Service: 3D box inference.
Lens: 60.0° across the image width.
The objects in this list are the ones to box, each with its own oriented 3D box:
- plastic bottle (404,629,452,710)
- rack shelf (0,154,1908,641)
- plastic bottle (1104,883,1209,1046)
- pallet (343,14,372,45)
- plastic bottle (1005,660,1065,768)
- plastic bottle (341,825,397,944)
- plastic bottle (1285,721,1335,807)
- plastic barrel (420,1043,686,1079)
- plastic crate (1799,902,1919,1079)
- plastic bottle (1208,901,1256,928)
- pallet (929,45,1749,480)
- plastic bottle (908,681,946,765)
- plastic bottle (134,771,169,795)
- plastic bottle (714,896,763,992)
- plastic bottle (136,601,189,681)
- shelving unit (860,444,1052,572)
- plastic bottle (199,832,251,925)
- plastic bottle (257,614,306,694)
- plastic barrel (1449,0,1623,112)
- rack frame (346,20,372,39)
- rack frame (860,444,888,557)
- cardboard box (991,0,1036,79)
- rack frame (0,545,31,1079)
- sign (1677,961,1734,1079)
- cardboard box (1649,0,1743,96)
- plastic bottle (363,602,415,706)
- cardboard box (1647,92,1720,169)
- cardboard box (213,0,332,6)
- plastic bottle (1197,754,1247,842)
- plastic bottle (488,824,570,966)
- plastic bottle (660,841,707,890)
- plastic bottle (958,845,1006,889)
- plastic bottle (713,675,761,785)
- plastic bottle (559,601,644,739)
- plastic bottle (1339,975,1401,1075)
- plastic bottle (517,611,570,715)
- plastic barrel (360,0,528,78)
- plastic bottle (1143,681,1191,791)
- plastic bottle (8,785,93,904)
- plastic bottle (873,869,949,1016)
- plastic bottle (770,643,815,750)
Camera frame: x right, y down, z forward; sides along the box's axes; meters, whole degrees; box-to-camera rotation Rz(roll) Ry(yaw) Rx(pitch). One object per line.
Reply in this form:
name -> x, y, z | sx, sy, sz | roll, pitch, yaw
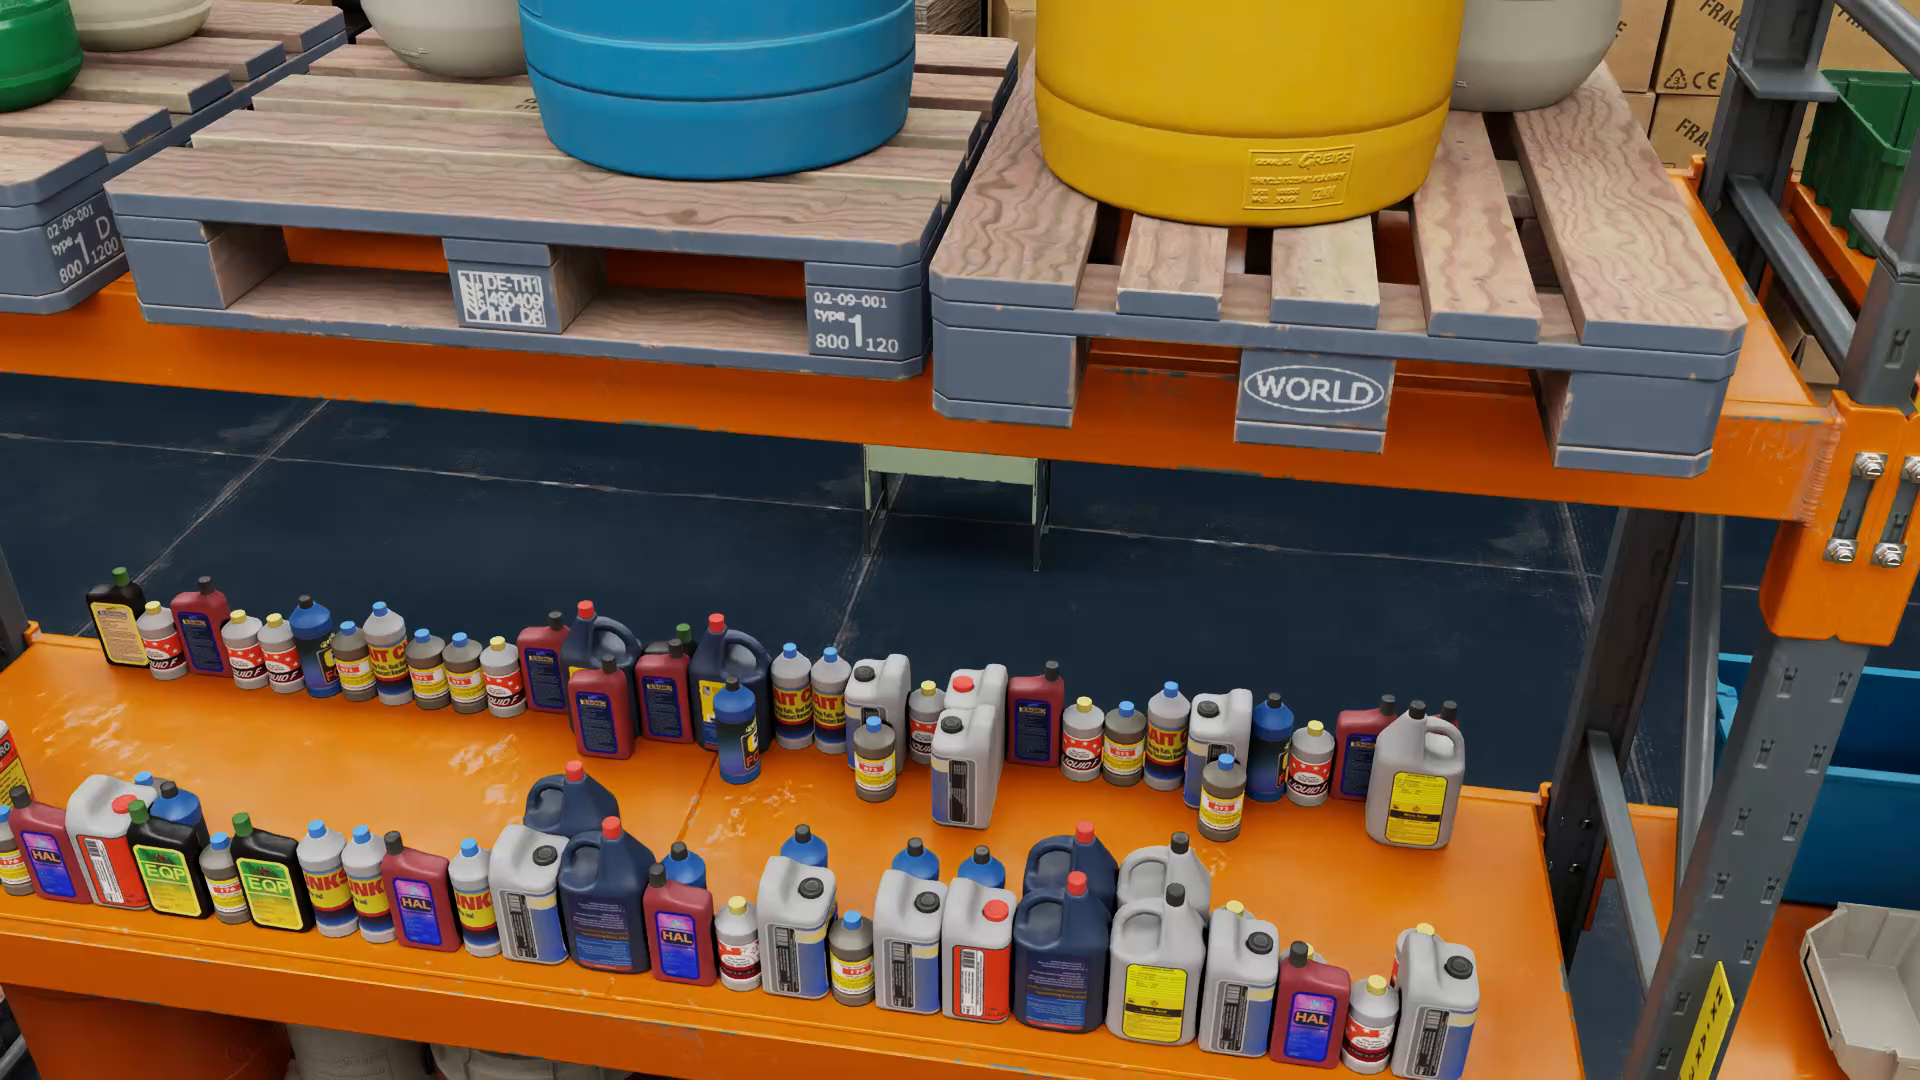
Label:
plastic bottle -> -1.314, 0.312, 4.112 | 0.097, 0.201, 0.097 | 0, 32, 0
rack shelf -> -0.631, -0.458, 3.005 | 4.000, 0.370, 1.077 | 5, 32, 8
plastic bottle -> 0.380, 0.798, 3.195 | 0.185, 0.351, 0.144 | 5, 32, 8
pallet -> -5.546, -4.067, 13.549 | 1.213, 0.211, 1.003 | 5, 32, 8
plastic bottle -> 0.176, 0.402, 3.891 | 0.133, 0.283, 0.061 | 5, 32, 8
plastic bottle -> -1.209, 0.700, 3.426 | 0.097, 0.271, 0.097 | 0, 32, 0
plastic bottle -> 0.803, 0.503, 3.806 | 0.097, 0.201, 0.097 | 0, 32, 0
plastic barrel -> -1.004, 1.310, 4.207 | 0.708, 0.588, 0.600 | 5, 32, 8
plastic crate -> 1.775, 0.890, 3.193 | 0.243, 0.136, 0.396 | 5, 32, 8
plastic bottle -> 0.540, 0.806, 3.322 | 0.097, 0.201, 0.097 | 0, 32, 0
pallet -> 0.552, -0.523, 2.609 | 1.003, 0.211, 1.213 | 5, 32, 8
plastic bottle -> -0.074, 0.424, 3.933 | 0.097, 0.201, 0.097 | 0, 32, 0
plastic bottle -> -1.771, 0.597, 3.657 | 0.097, 0.201, 0.097 | 0, 32, 0
plastic bottle -> -0.440, 0.799, 3.333 | 0.097, 0.201, 0.097 | 0, 32, 0
plastic bottle -> -2.021, 0.248, 4.215 | 0.097, 0.201, 0.097 | 0, 32, 0
shelving unit -> -0.007, -0.636, 6.853 | 0.755, 1.500, 0.431 | 5, 32, 8
plastic bottle -> -1.533, 0.700, 3.491 | 0.097, 0.201, 0.097 | 0, 32, 0
plastic bottle -> -1.698, 0.277, 4.168 | 0.097, 0.201, 0.097 | 0, 32, 0
plastic barrel -> 0.864, -0.998, 2.666 | 0.433, 0.535, 0.433 | 0, 32, 0
rack frame -> -4.878, -5.208, 12.743 | 0.127, 3.000, 1.000 | 5, 32, 8
rack frame -> -0.367, -0.669, 6.905 | 0.023, 1.500, 0.400 | 5, 32, 8
cardboard box -> 0.426, -2.249, 7.525 | 0.500, 0.500, 0.700 | -3, 32, -4
rack frame -> -2.602, 0.331, 3.895 | 0.127, 3.000, 1.000 | 5, 32, 8
sign -> 1.246, 0.858, 2.792 | 0.005, 0.325, 0.100 | 5, 32, 8
cardboard box -> 3.104, -2.134, 6.795 | 0.500, 0.500, 0.500 | 4, 32, 7
plastic bottle -> -1.410, 0.273, 4.108 | 0.097, 0.271, 0.097 | 0, 32, 0
cardboard box -> 3.140, -1.713, 7.065 | 0.500, 0.500, 0.500 | 6, 32, 9
cardboard box -> -3.422, -2.443, 8.232 | 0.500, 0.500, 0.500 | 3, 32, 6
plastic bottle -> 0.585, 0.565, 3.707 | 0.097, 0.201, 0.097 | 0, 32, 0
plastic bottle -> -0.863, 0.715, 3.398 | 0.135, 0.276, 0.152 | 5, 32, 8
plastic bottle -> -0.561, 0.726, 3.384 | 0.097, 0.271, 0.097 | 0, 32, 0
plastic bottle -> 0.043, 0.731, 3.376 | 0.097, 0.271, 0.097 | 0, 32, 0
plastic bottle -> -0.519, 0.432, 3.855 | 0.097, 0.271, 0.097 | 0, 32, 0
plastic bottle -> -0.855, 0.302, 3.986 | 0.185, 0.351, 0.144 | 5, 32, 8
plastic bottle -> 0.779, 0.910, 3.157 | 0.097, 0.201, 0.097 | 0, 32, 0
plastic bottle -> -1.005, 0.295, 4.062 | 0.133, 0.283, 0.061 | 5, 32, 8
plastic barrel -> -0.829, -1.097, 2.825 | 0.433, 0.535, 0.433 | 0, 32, 0
plastic bottle -> 0.478, 0.444, 3.834 | 0.097, 0.271, 0.097 | 0, 32, 0
plastic bottle -> -1.914, 0.641, 3.509 | 0.133, 0.283, 0.061 | 5, 32, 8
plastic bottle -> -0.092, 0.784, 3.287 | 0.135, 0.276, 0.152 | 5, 32, 8
plastic bottle -> -0.398, 0.365, 3.961 | 0.097, 0.271, 0.097 | 0, 32, 0
